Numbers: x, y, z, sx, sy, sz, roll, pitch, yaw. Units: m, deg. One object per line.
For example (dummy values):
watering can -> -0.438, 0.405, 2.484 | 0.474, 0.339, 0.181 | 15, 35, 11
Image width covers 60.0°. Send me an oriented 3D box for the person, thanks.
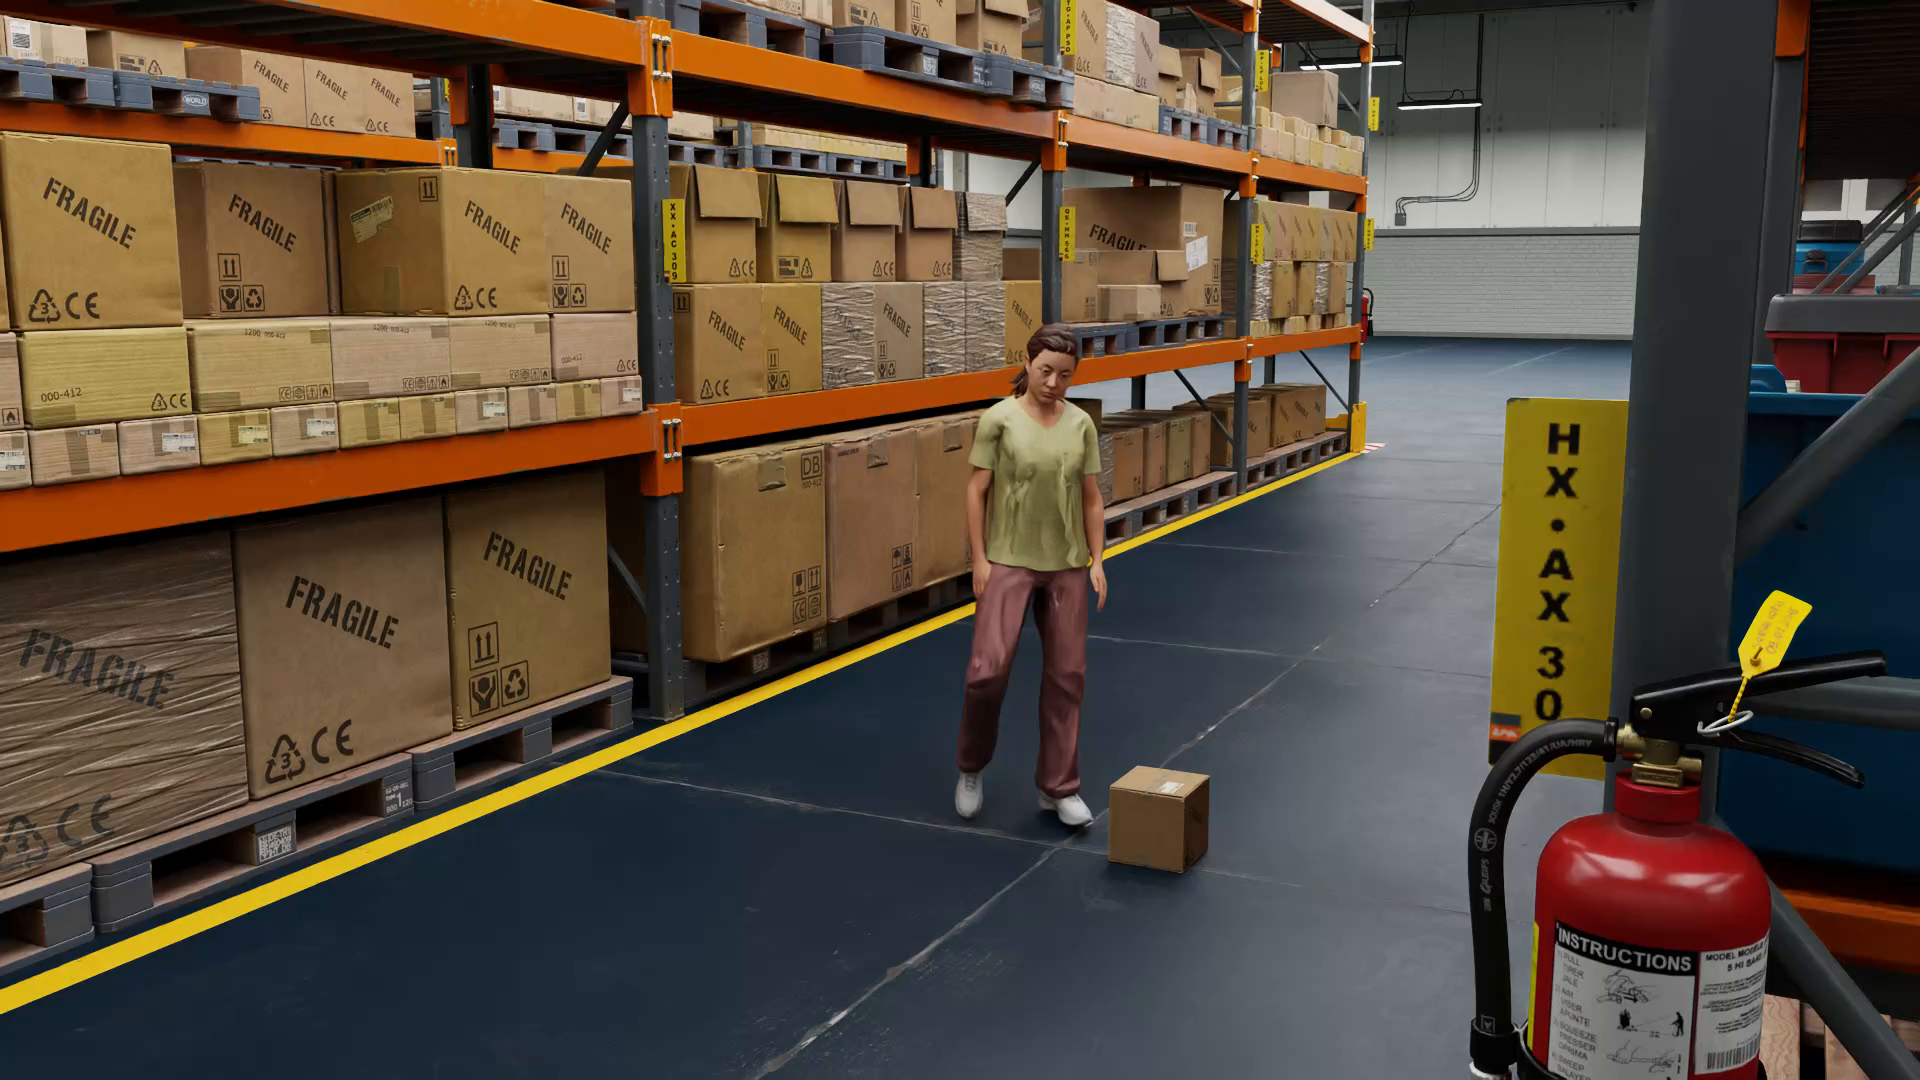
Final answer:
person -> 0.237, 0.127, 5.575 | 0.527, 1.653, 0.452 | -3, 10, -16
